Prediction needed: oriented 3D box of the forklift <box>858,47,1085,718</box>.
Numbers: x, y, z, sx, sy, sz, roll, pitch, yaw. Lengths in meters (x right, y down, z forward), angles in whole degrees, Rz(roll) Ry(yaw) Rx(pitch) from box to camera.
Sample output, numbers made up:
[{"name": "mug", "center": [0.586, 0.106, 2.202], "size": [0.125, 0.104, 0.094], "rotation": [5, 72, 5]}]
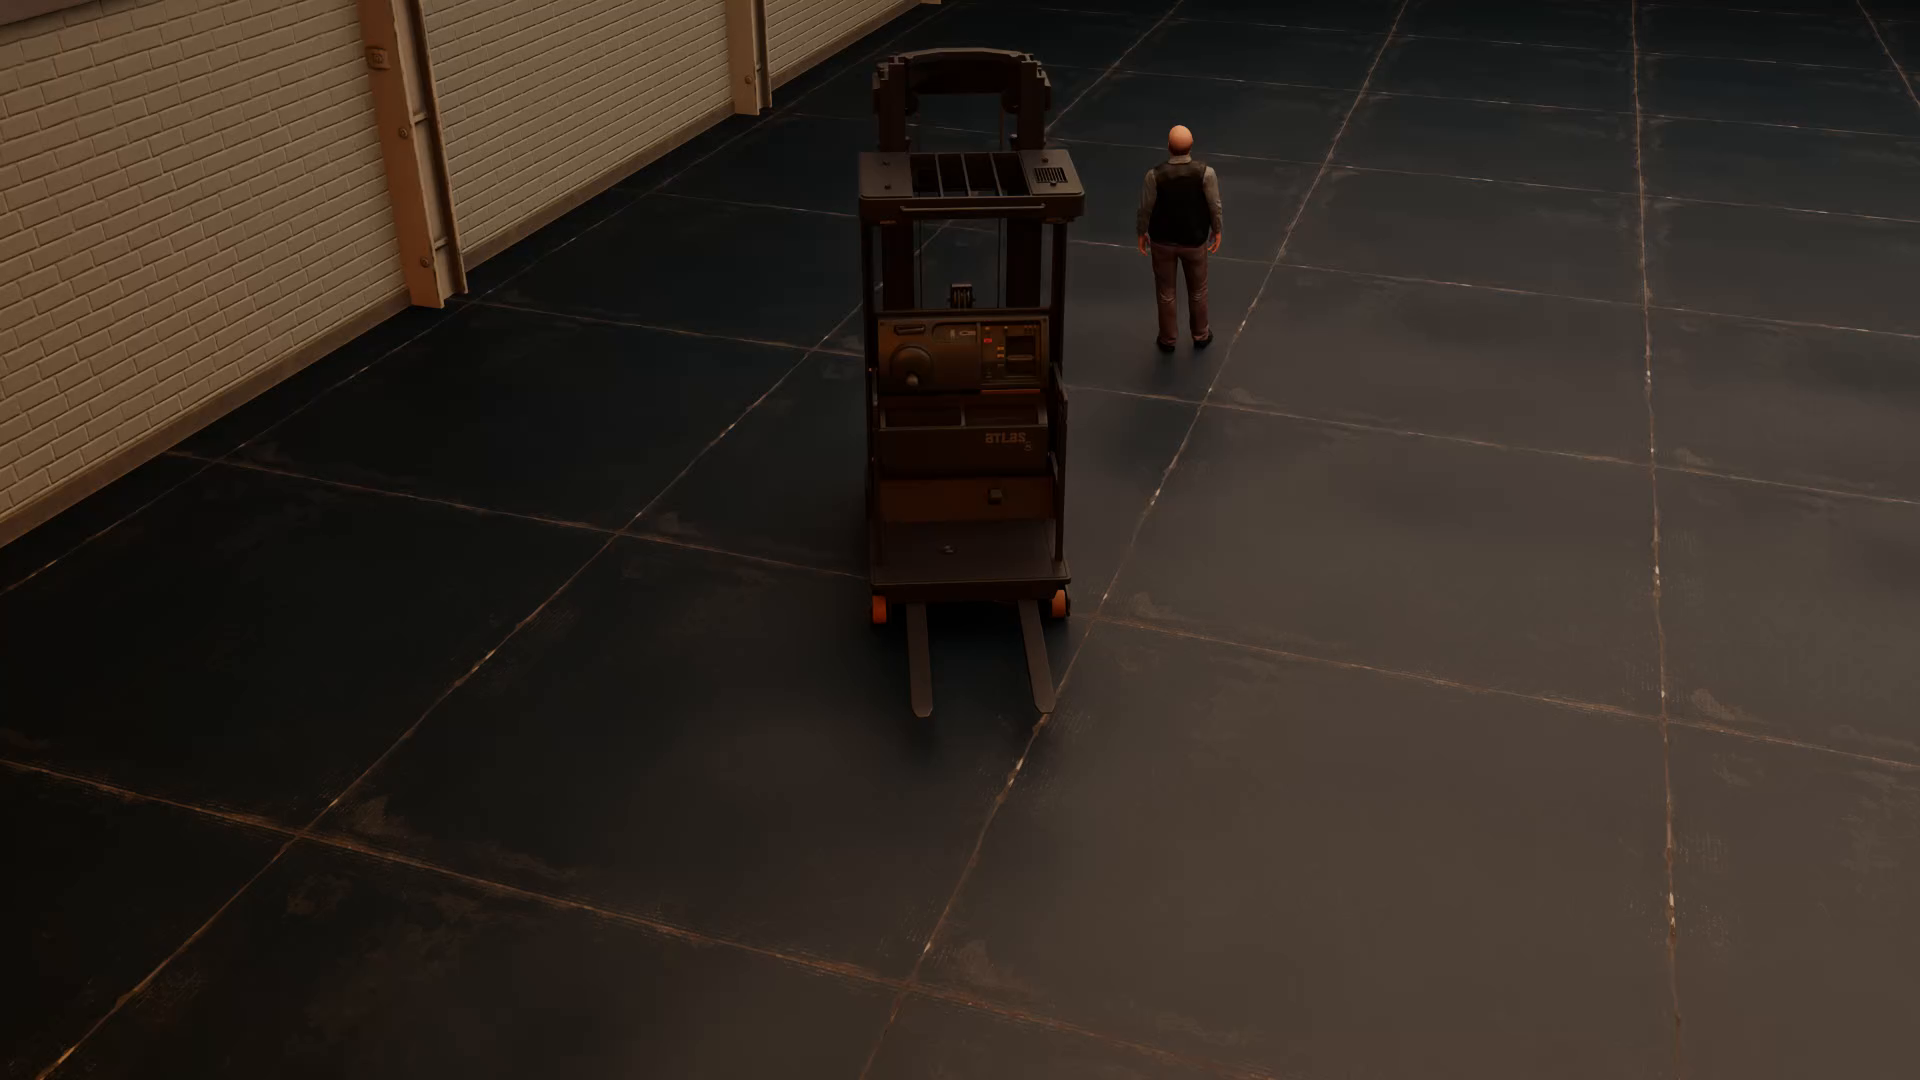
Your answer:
[{"name": "forklift", "center": [0.035, -0.972, 8.842], "size": [1.130, 2.935, 3.031], "rotation": [-2, 30, -3]}]

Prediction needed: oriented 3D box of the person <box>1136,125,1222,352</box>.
[{"name": "person", "center": [1.613, -2.226, 12.248], "size": [0.632, 1.720, 0.569], "rotation": [3, 30, 6]}]
